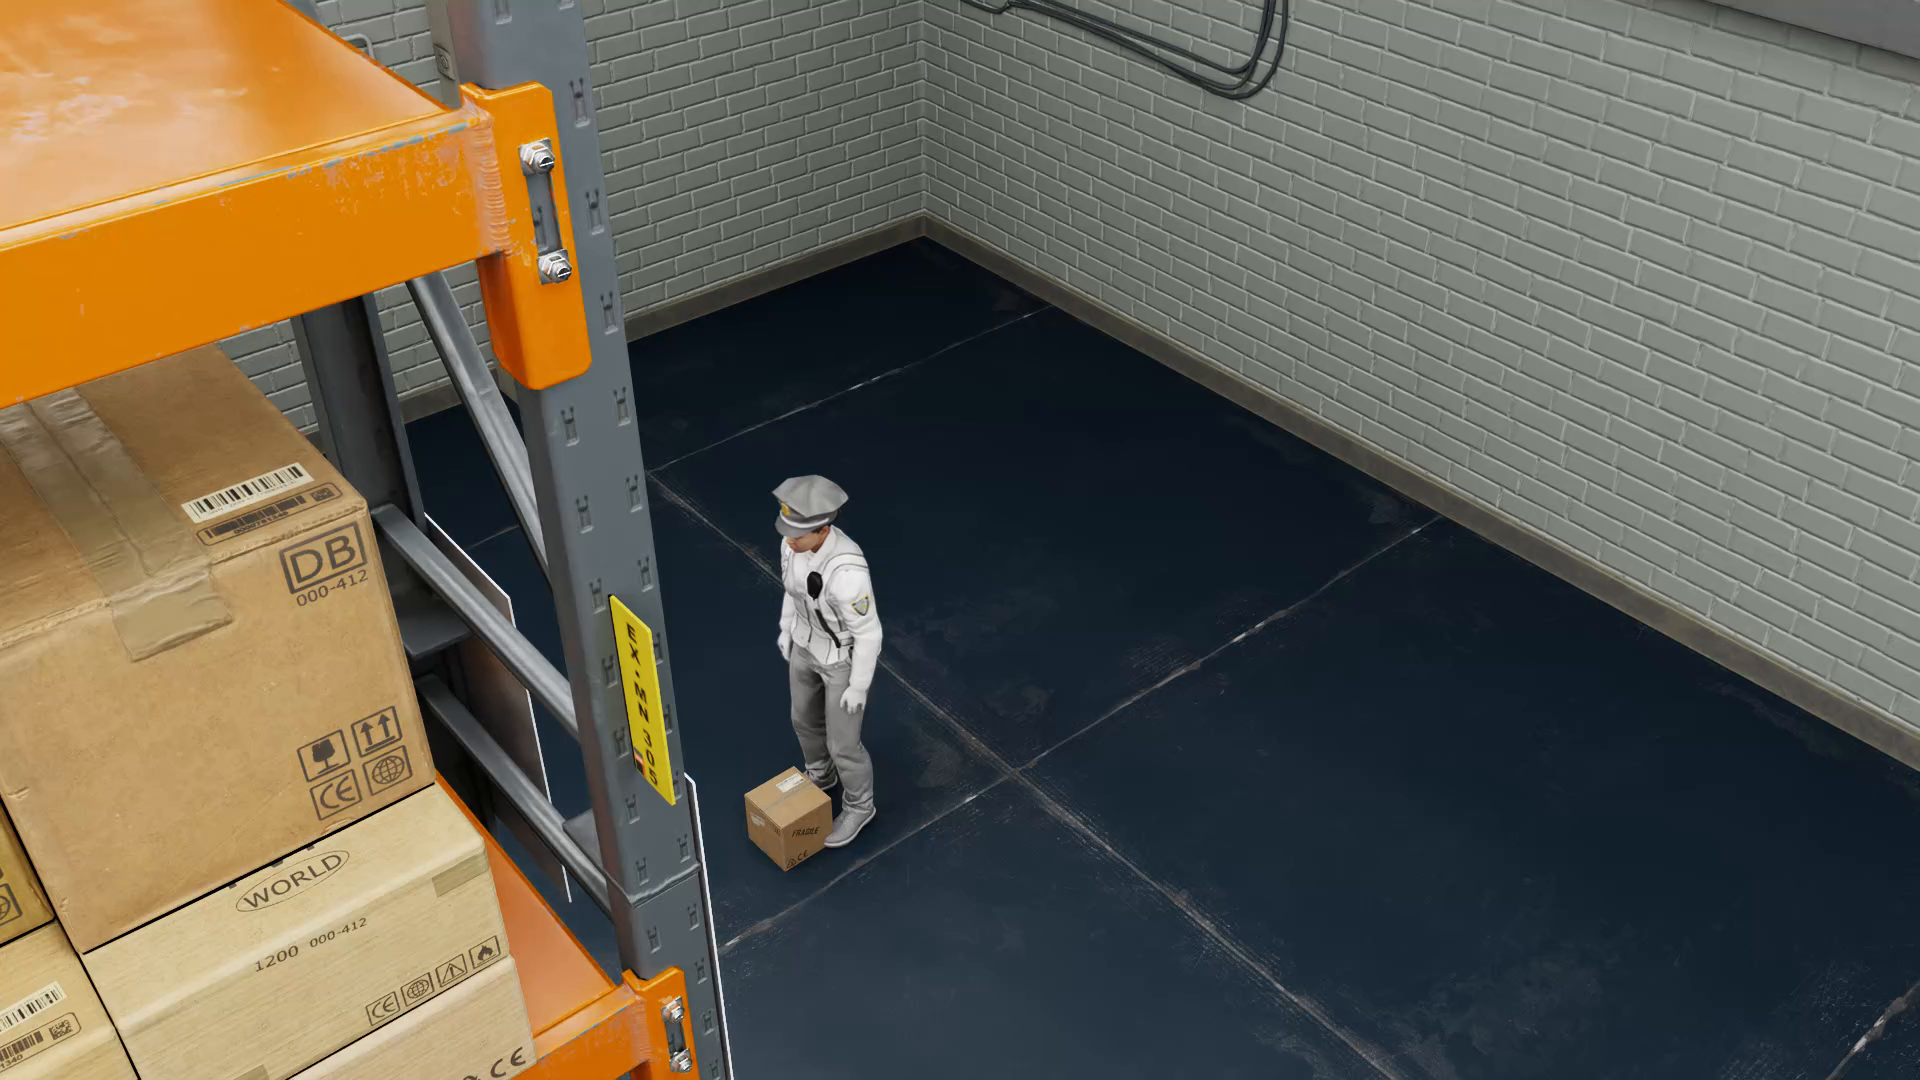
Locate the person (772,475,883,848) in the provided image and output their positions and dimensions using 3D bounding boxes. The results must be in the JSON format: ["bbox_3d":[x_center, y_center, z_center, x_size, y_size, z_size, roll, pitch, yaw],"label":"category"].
[{"bbox_3d":[-0.513,0.457,6.447,0.373,1.663,0.526,-27,44,-32],"label":"person"}]
